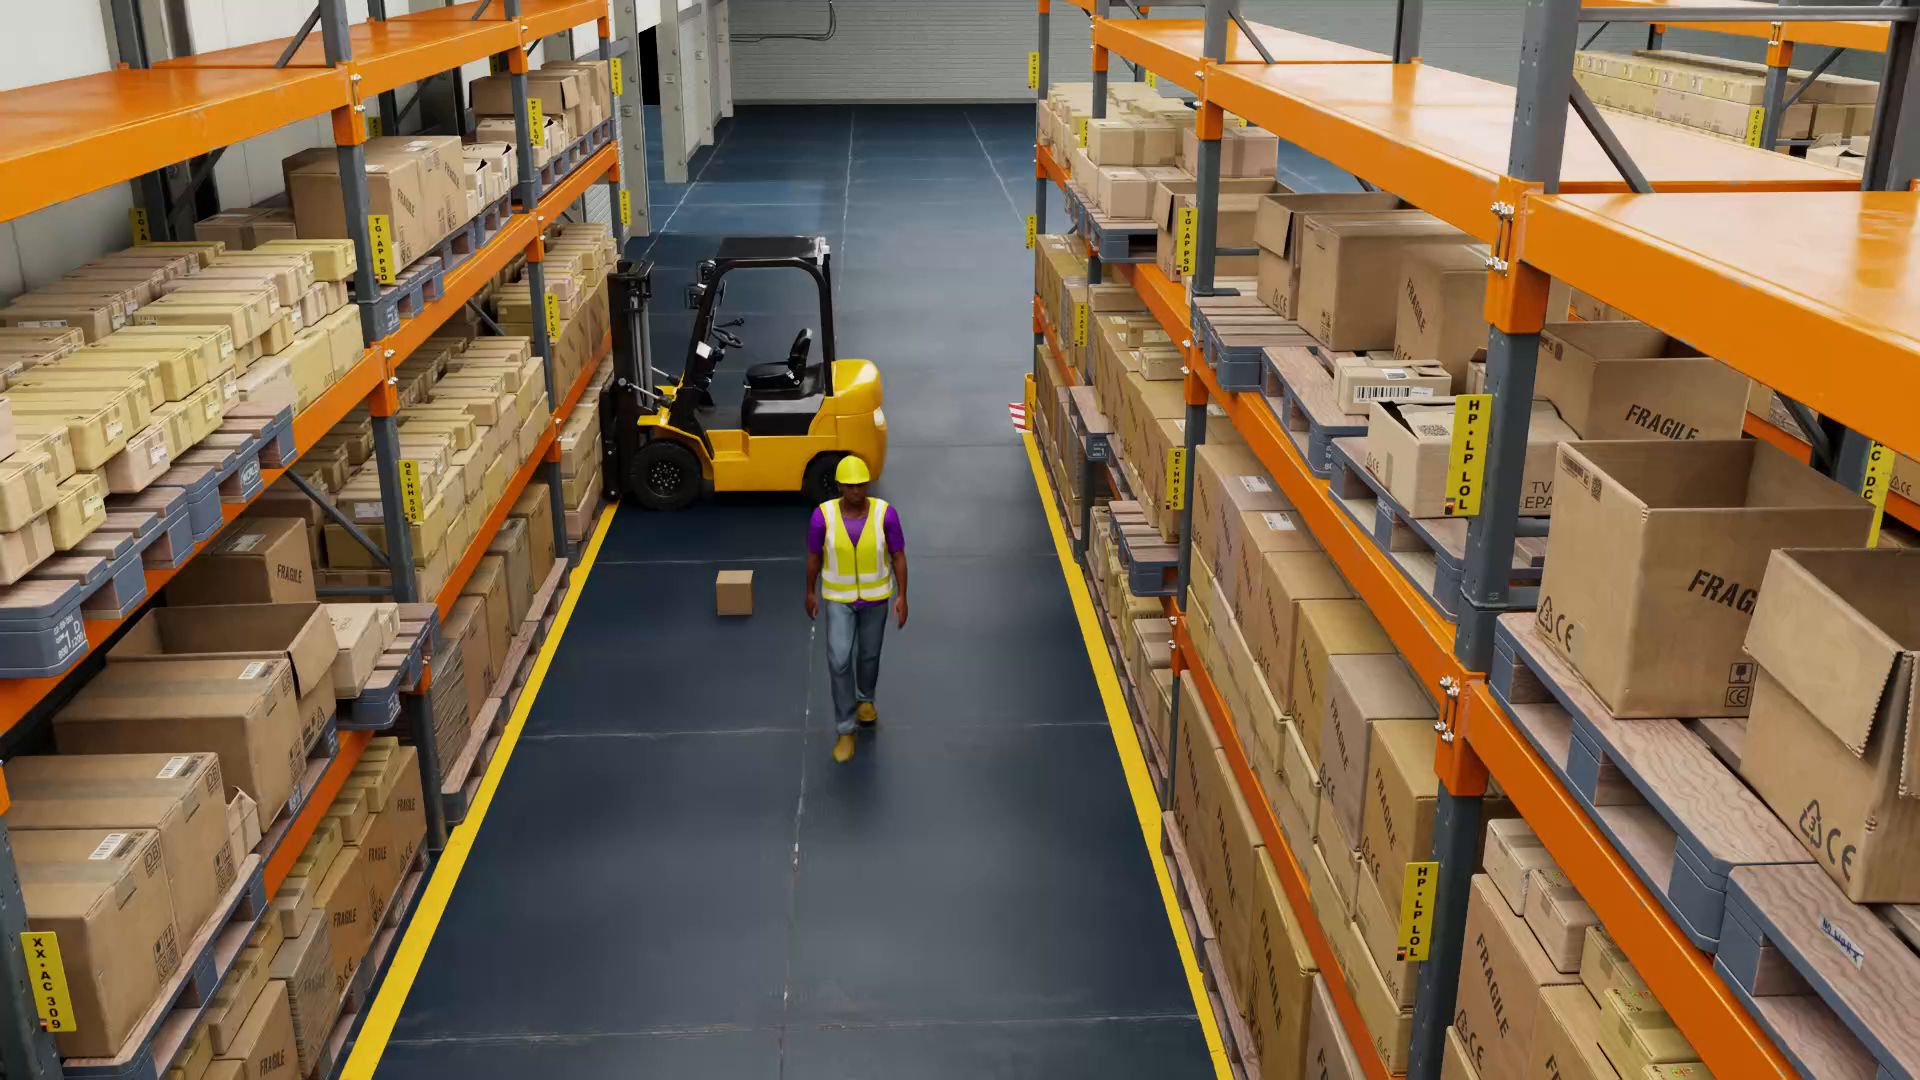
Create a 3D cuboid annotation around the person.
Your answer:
[{"bbox_3d":[-0.614,0.386,10.018,0.611,1.807,0.716,-3,21,-9],"label":"person"}]
